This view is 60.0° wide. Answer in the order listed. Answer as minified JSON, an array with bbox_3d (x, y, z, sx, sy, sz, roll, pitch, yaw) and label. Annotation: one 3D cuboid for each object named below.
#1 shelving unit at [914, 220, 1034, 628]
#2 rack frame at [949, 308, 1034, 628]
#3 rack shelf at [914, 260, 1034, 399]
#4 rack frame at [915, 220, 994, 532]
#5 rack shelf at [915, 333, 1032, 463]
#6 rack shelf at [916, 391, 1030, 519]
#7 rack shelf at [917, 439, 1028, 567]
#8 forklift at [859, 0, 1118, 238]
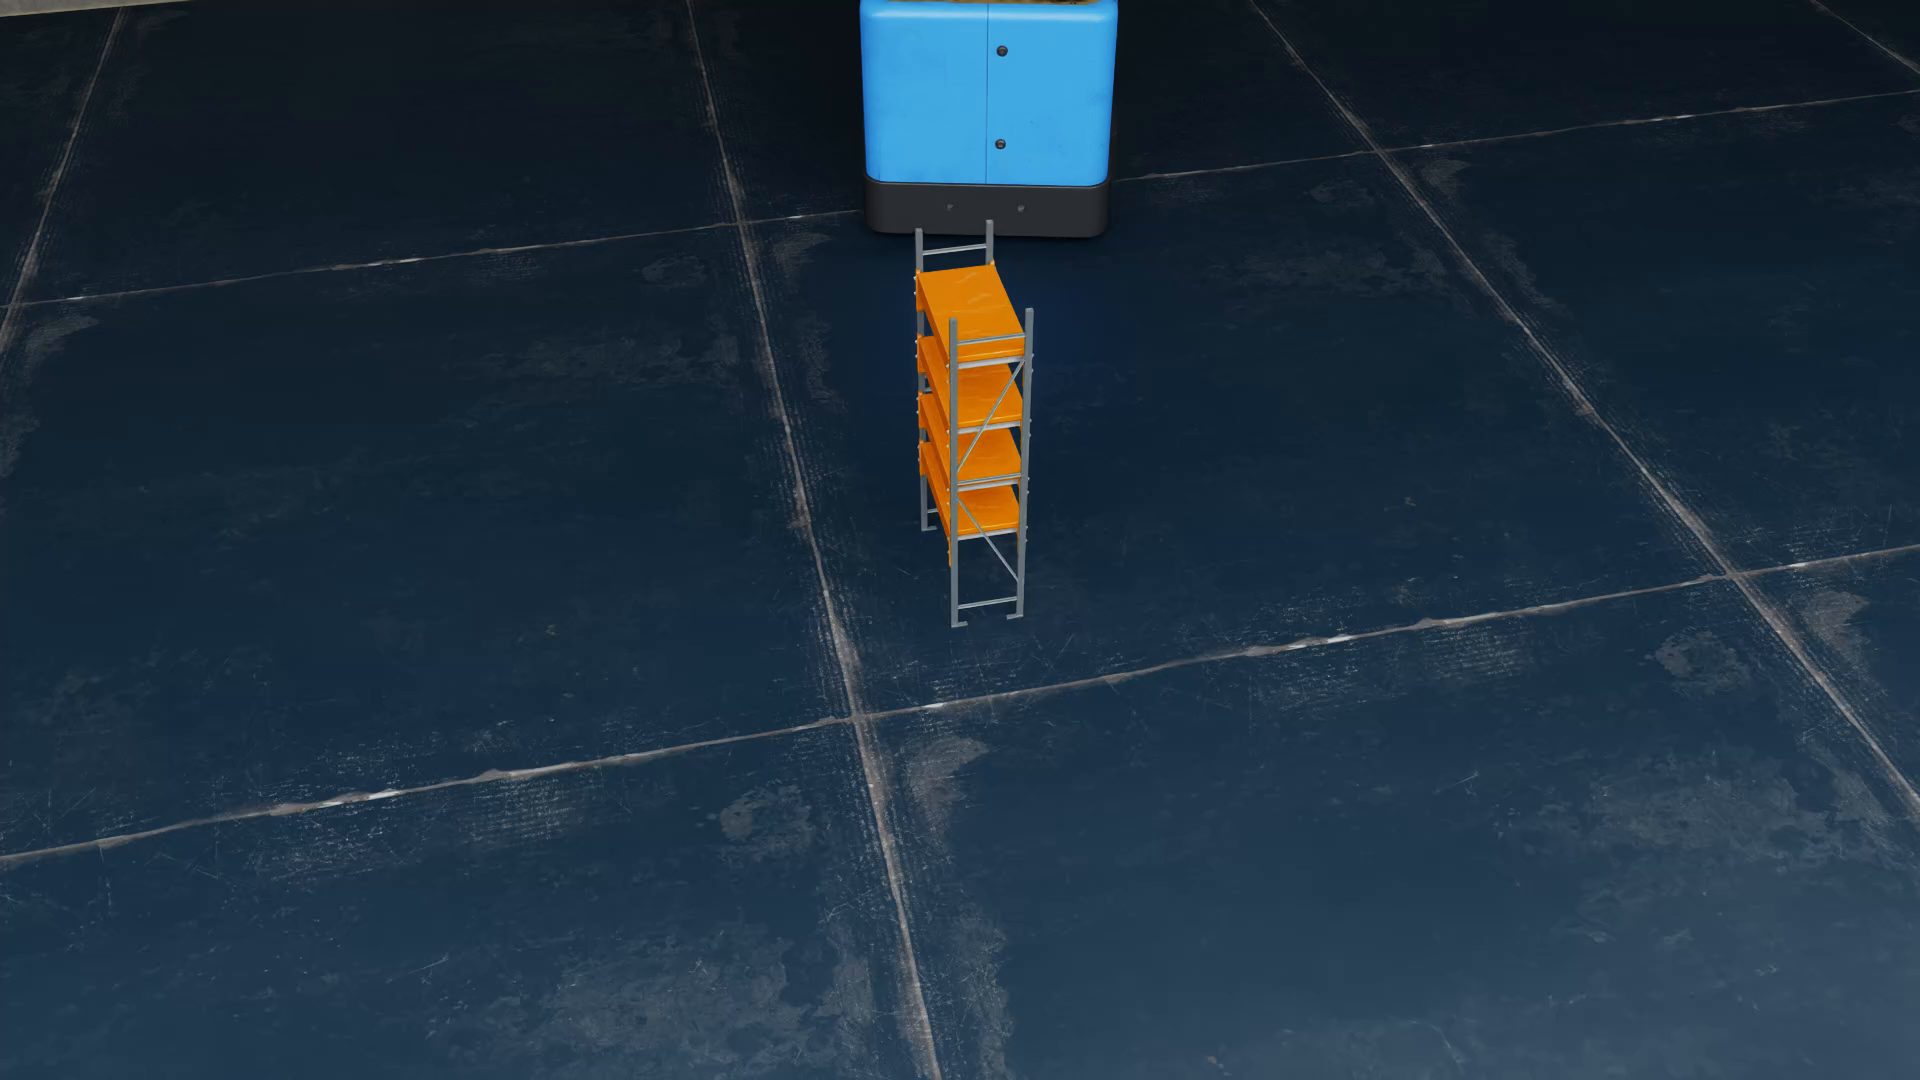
[{"bbox_3d":[0.036,-0.341,5.231,0.258,1.200,0.503,-8,42,-9],"label":"shelving unit"},{"bbox_3d":[0.088,-0.183,5.053,0.240,1.200,0.015,-8,42,-9],"label":"rack frame"},{"bbox_3d":[0.036,-0.635,4.970,0.258,0.148,0.480,-8,42,-9],"label":"rack shelf"},{"bbox_3d":[-0.017,-0.500,5.409,0.240,1.200,0.015,-8,42,-9],"label":"rack frame"},{"bbox_3d":[0.036,-0.458,5.127,0.258,0.148,0.480,-8,42,-9],"label":"rack shelf"},{"bbox_3d":[0.036,-0.291,5.275,0.258,0.148,0.480,-8,42,-9],"label":"rack shelf"},{"bbox_3d":[0.036,-0.143,5.407,0.258,0.148,0.480,-8,42,-9],"label":"rack shelf"},{"bbox_3d":[0.175,-3.348,7.314,1.130,2.935,3.031,2,42,2],"label":"forklift"}]
